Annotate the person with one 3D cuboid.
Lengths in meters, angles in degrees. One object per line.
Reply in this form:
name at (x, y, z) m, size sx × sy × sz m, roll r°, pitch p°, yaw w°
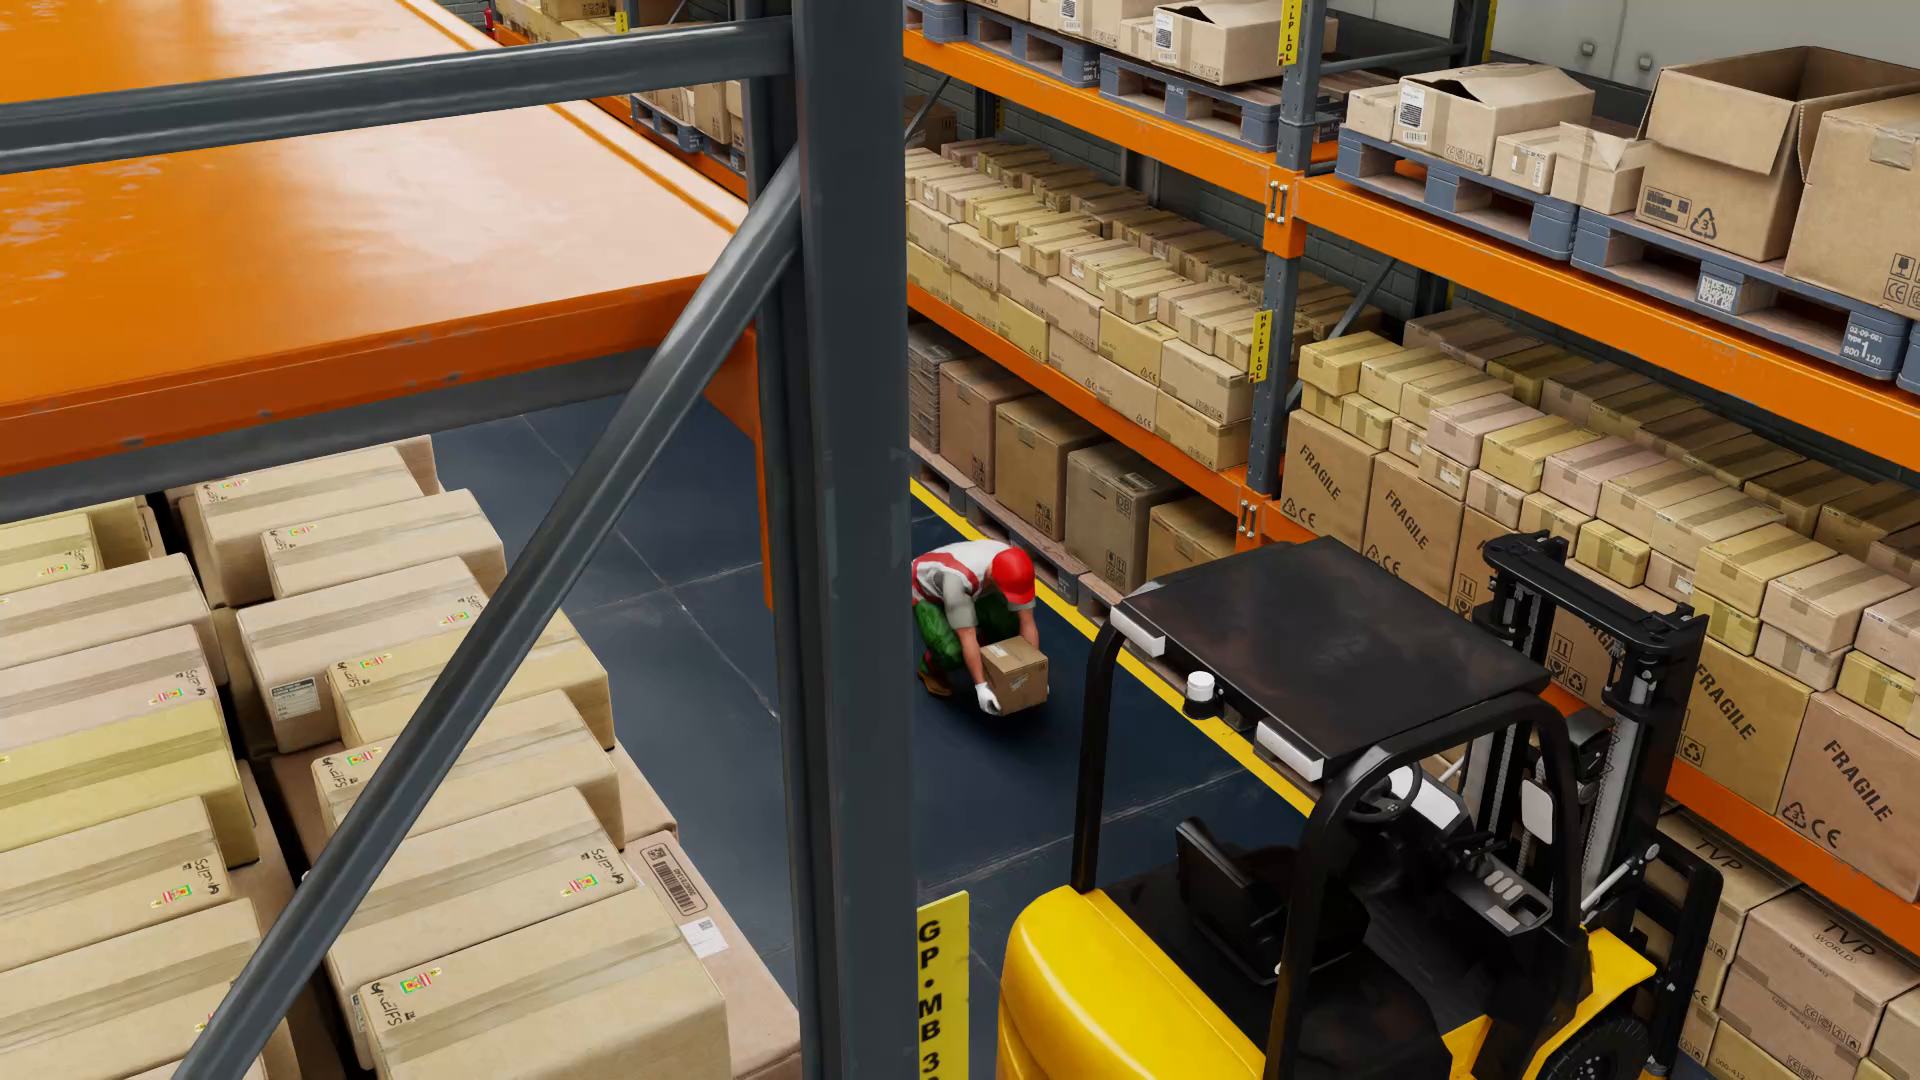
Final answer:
person at (0.084, 0.367, 8.294) m, size 0.534 × 0.966 × 0.963 m, roll -16°, pitch 33°, yaw -27°
